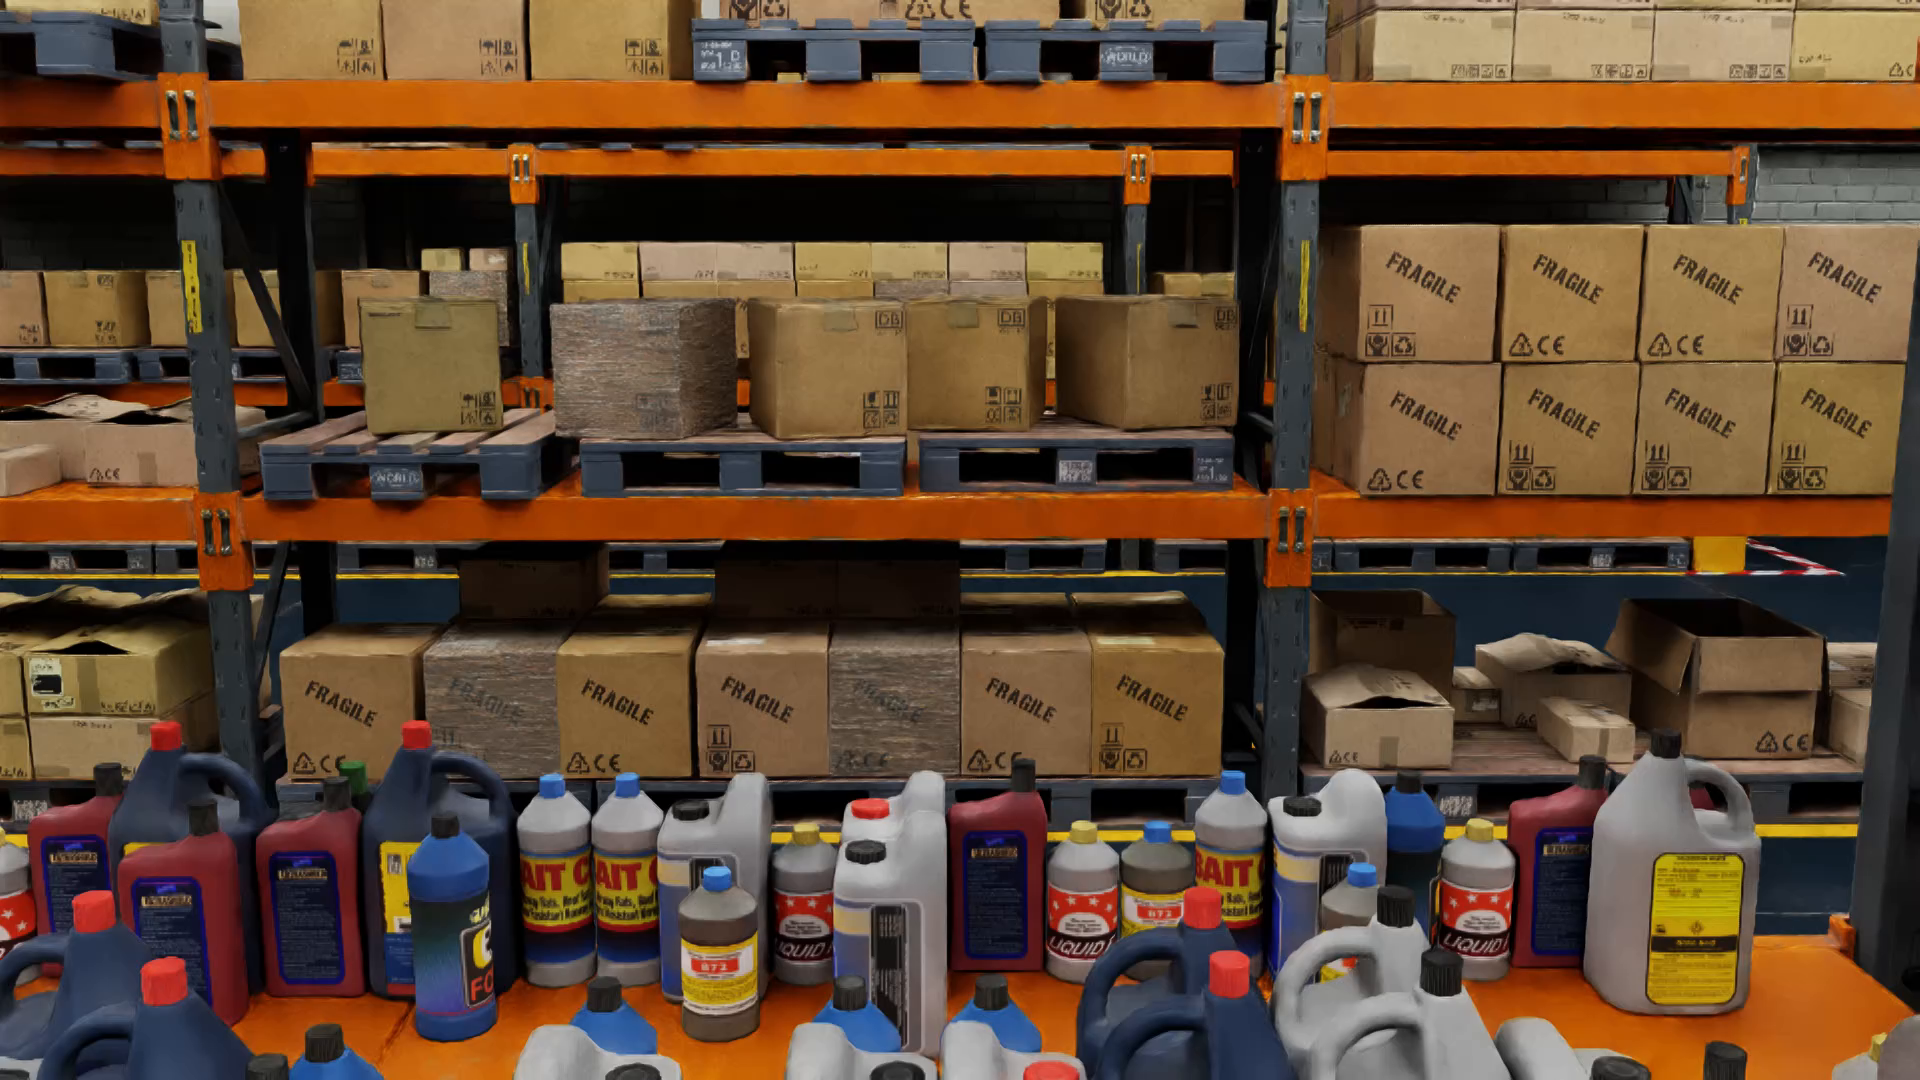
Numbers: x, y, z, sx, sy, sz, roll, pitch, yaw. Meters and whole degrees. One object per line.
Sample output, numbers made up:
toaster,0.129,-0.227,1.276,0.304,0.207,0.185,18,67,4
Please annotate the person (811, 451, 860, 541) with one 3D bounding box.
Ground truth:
person,-0.541,-0.108,8.442,0.916,1.643,0.498,6,12,29
